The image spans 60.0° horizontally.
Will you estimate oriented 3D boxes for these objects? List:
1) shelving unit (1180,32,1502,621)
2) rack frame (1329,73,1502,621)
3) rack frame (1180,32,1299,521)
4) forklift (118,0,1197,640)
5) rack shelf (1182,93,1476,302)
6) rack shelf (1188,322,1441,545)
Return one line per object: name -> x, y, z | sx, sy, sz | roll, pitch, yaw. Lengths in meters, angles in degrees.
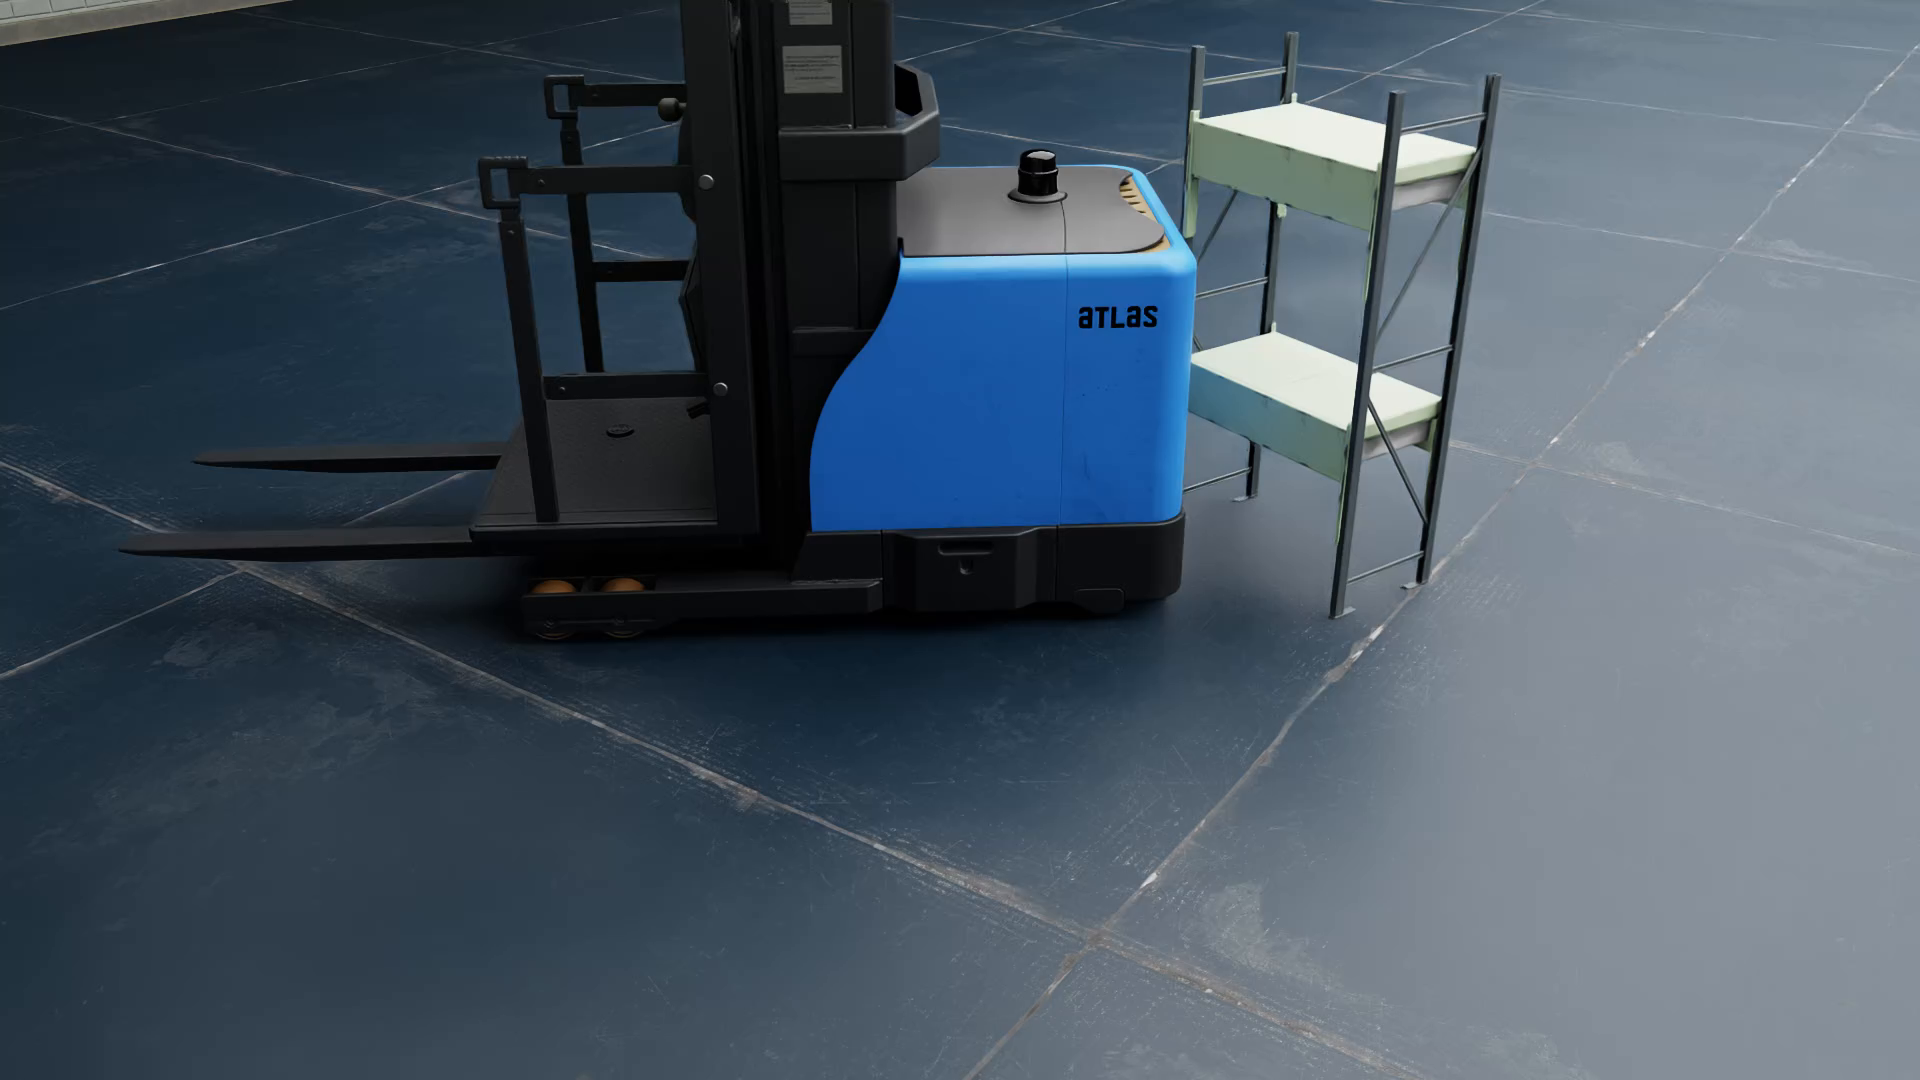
shelving unit -> 1.028, -0.628, 4.830 | 0.431, 1.500, 0.755 | -17, 32, -31
rack frame -> 1.237, -0.491, 4.562 | 0.400, 1.500, 0.023 | -17, 32, -31
rack frame -> 0.819, -0.764, 5.098 | 0.400, 1.500, 0.023 | -17, 32, -31
forklift -> -0.894, -1.271, 4.516 | 3.031, 2.935, 1.130 | -2, 27, -3
rack shelf -> 1.028, -0.976, 4.653 | 0.431, 0.370, 0.720 | -17, 32, -31
rack shelf -> 1.028, -0.337, 4.978 | 0.431, 0.370, 0.720 | -17, 32, -31
